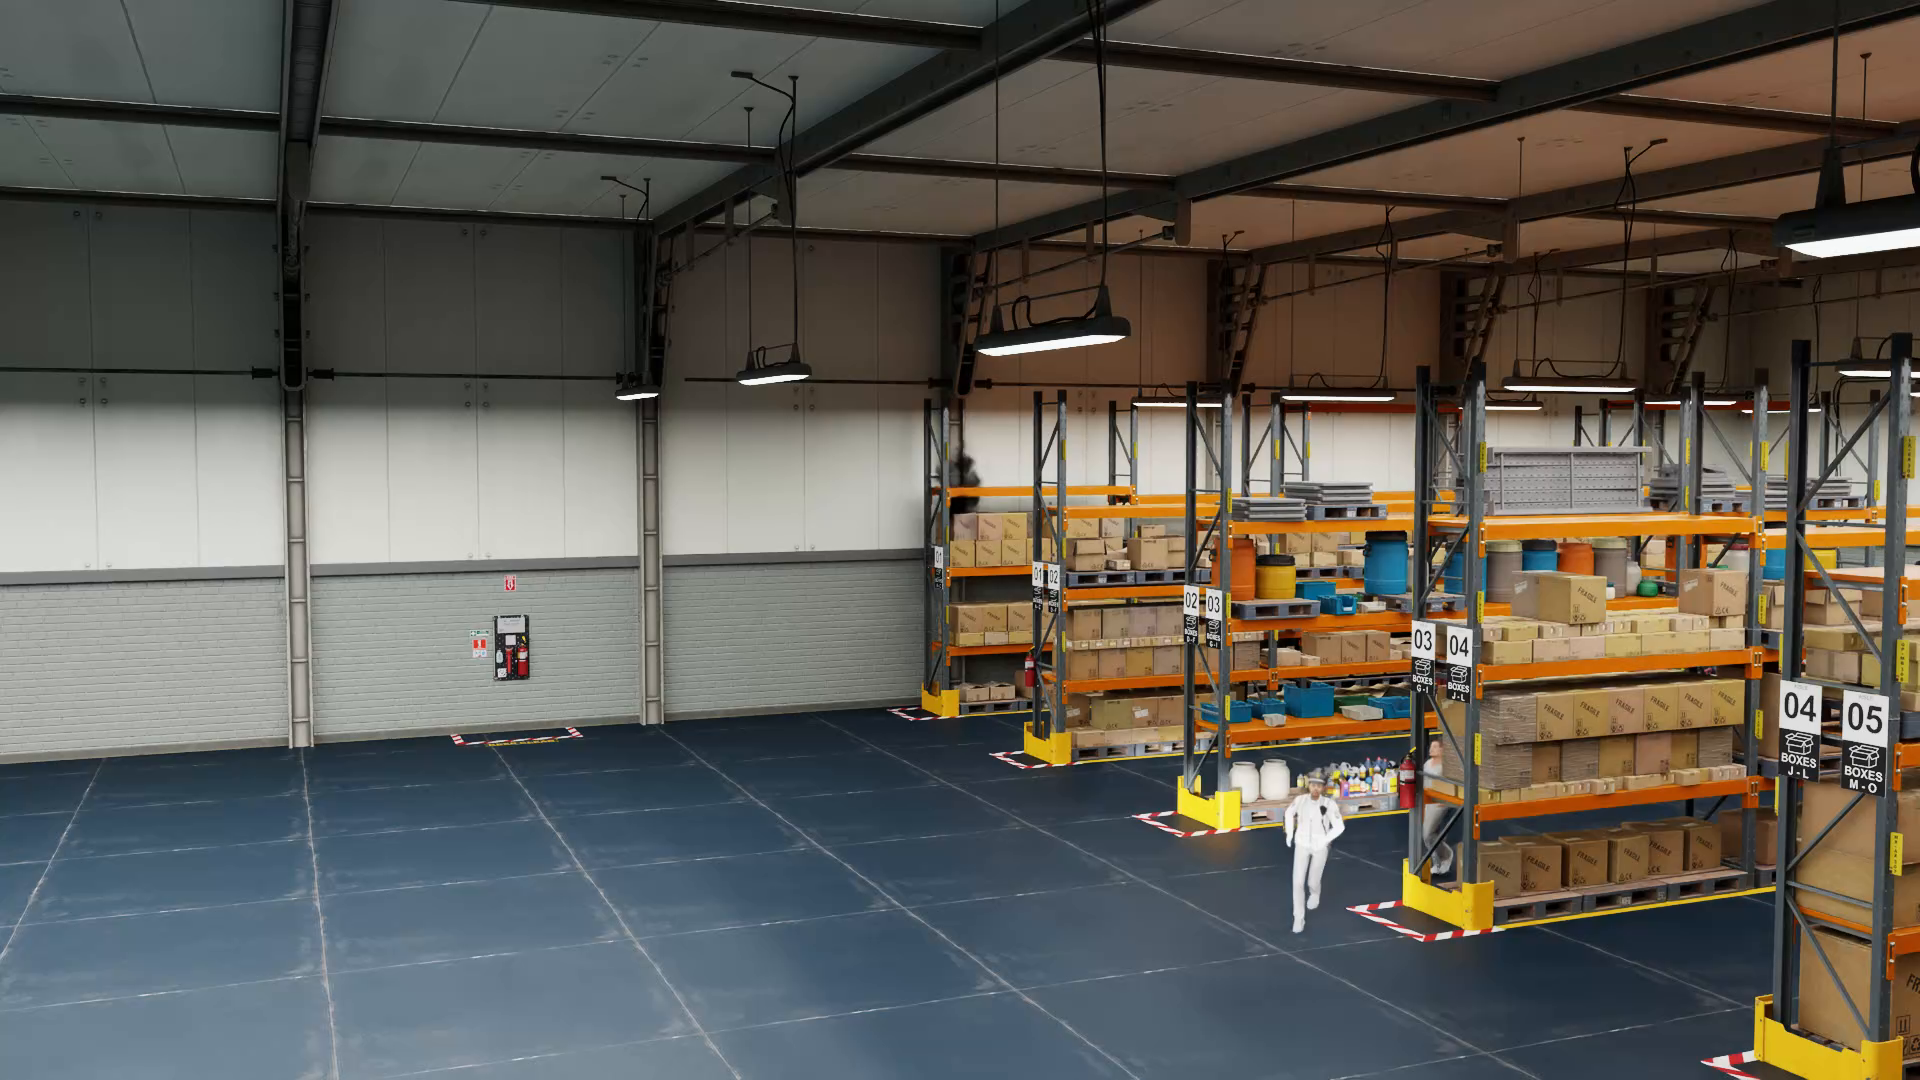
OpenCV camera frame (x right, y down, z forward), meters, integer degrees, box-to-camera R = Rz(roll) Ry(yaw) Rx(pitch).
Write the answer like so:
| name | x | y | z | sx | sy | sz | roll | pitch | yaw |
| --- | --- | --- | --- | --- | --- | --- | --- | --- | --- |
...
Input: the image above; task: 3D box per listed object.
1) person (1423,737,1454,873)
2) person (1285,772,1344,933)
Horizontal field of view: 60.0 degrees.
| name | x | y | z | sx | sy | sz | roll | pitch | yaw |
| --- | --- | --- | --- | --- | --- | --- | --- | --- | --- |
| person | 5.619 | 3.174 | 19.809 | 0.548 | 1.619 | 0.540 | -2 | 4 | -25 |
| person | 3.782 | 3.307 | 17.828 | 0.643 | 1.707 | 0.826 | 1 | 4 | 21 |
